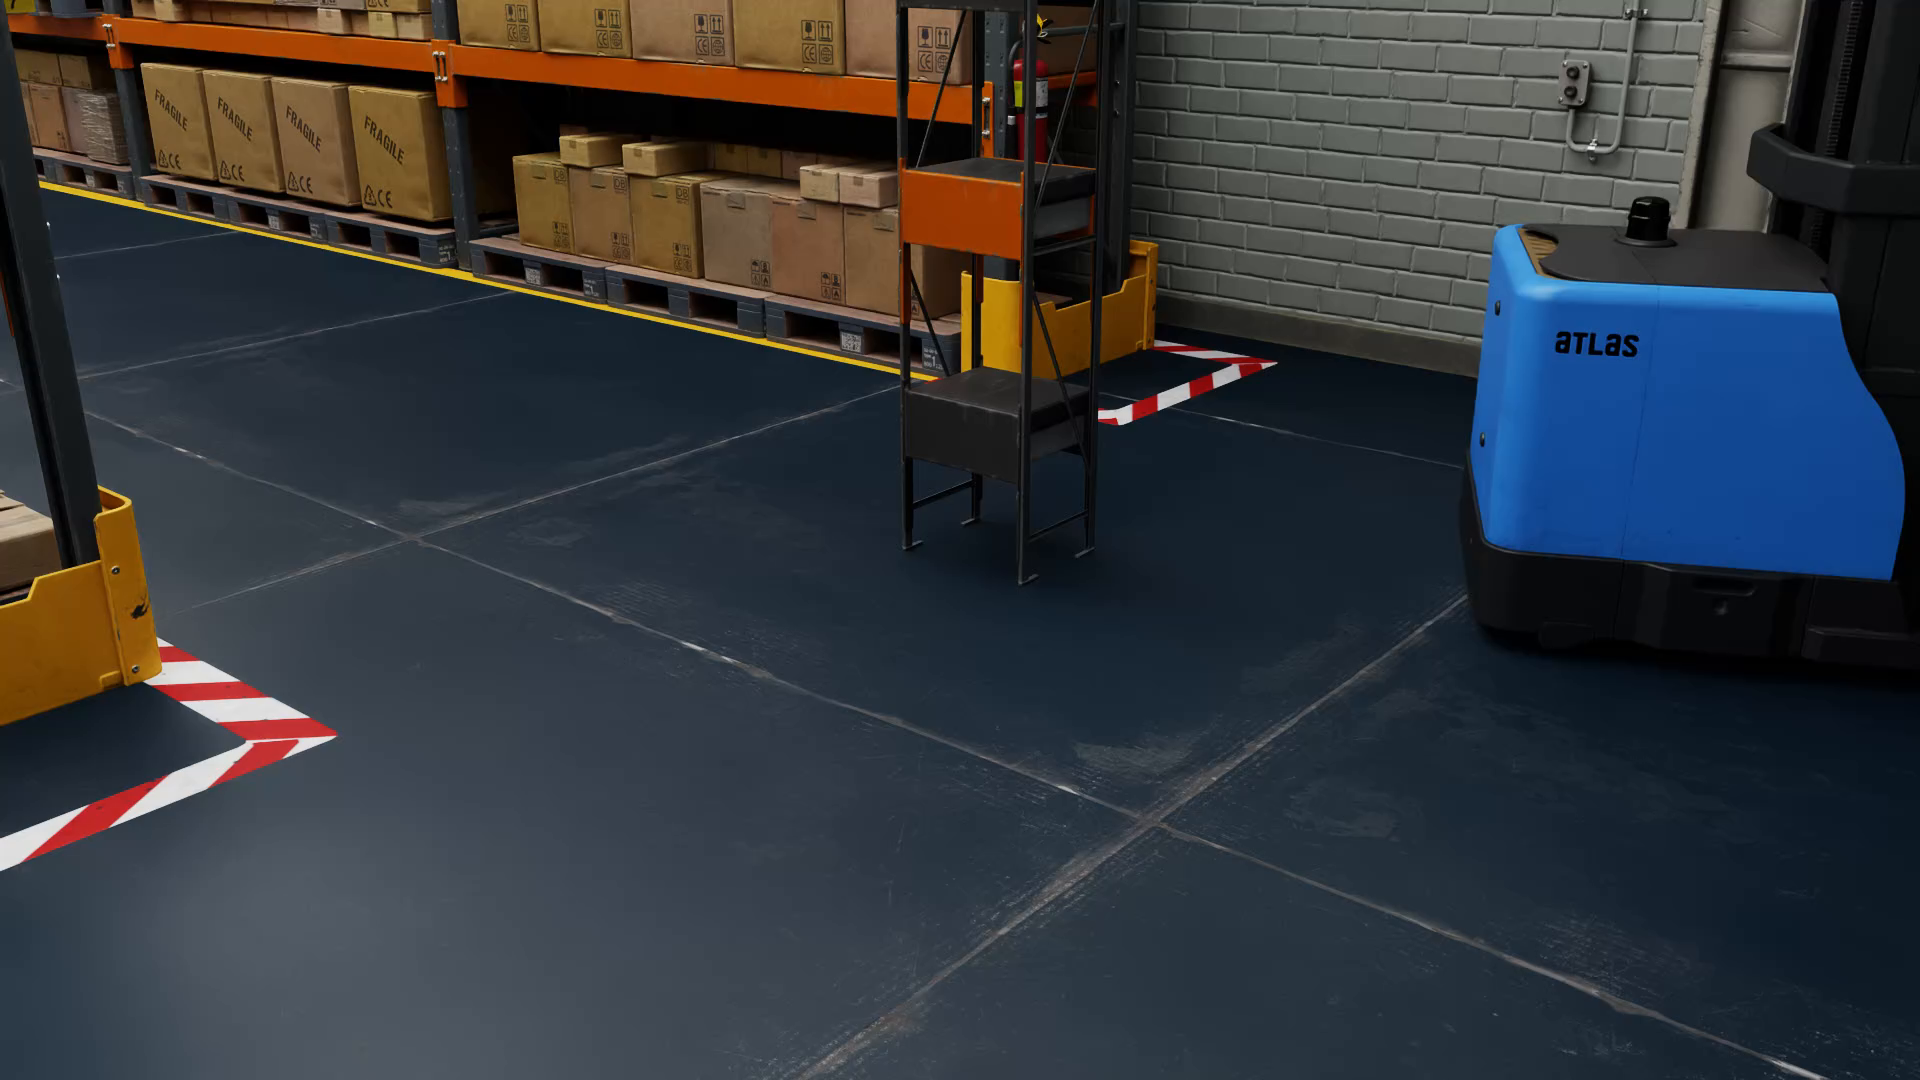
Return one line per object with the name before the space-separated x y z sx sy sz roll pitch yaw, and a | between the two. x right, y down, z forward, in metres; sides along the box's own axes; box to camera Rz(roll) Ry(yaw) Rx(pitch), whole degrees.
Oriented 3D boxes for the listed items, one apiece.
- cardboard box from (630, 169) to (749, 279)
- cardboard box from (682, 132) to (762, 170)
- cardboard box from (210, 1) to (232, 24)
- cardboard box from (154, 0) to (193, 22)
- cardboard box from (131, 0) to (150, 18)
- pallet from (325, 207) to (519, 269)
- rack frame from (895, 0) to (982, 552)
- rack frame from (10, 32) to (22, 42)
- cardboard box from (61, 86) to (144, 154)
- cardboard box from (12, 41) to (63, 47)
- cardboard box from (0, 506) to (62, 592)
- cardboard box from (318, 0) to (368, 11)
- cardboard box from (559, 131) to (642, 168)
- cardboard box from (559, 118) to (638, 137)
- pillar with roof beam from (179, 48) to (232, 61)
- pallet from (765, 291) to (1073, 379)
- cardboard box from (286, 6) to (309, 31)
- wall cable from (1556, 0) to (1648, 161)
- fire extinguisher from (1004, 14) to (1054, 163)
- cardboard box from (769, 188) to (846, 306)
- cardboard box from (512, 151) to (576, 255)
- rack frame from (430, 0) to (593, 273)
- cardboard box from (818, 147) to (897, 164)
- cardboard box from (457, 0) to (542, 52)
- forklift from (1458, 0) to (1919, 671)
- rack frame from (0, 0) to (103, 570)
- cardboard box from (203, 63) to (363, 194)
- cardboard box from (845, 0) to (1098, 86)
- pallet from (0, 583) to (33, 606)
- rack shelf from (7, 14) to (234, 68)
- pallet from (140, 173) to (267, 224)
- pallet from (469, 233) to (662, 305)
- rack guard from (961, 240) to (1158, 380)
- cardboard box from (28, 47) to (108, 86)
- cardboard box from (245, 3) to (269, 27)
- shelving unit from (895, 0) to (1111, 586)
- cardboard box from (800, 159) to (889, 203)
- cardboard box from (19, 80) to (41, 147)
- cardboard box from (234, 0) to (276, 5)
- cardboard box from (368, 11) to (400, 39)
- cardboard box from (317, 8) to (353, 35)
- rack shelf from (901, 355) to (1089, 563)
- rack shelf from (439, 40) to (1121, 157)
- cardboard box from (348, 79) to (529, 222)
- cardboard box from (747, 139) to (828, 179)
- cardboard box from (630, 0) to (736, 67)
cardboard box | -1.338 -1.746 8.994 0.500 0.500 0.700 17 26 37
cardboard box | -1.299 -2.132 9.098 0.250 0.149 0.380 16 26 37
cardboard box | -4.805 -3.570 11.213 0.250 0.149 0.380 17 26 37
cardboard box | -5.284 -3.648 11.419 0.250 0.149 0.380 17 27 38
cardboard box | -5.626 -3.789 11.793 0.250 0.149 0.380 16 26 36
pallet | -3.281 -1.989 10.643 1.213 0.211 1.003 16 26 36
rack frame | -0.061 -1.000 5.344 0.015 2.100 0.400 16 26 36
rack frame | -8.834 -4.927 14.482 0.127 3.000 1.000 16 26 36
cardboard box | -6.651 -3.364 13.256 0.500 0.500 0.700 16 26 36
cardboard box | -7.910 -4.057 14.031 0.500 0.250 0.500 15 26 35
cardboard box | -2.773 0.046 4.711 0.250 0.149 0.380 16 26 36
cardboard box | -3.554 -3.482 10.060 0.500 0.500 0.500 16 26 37
cardboard box | -1.971 -2.151 9.149 0.250 0.149 0.380 17 27 38
cardboard box | -2.108 -2.364 9.714 0.250 0.149 0.380 16 26 36
pillar with roof beam | -8.917 -6.191 9.332 0.400 9.000 9.100 16 26 36
pallet | -0.206 -1.102 8.290 1.213 0.211 1.003 16 26 36
cardboard box | -4.033 -3.327 10.568 0.250 0.149 0.380 15 25 35
wall cable | 2.053 -2.698 7.131 1.851 1.984 0.084 16 26 36
fire extinguisher | 0.288 -1.879 7.038 0.183 0.674 0.296 16 26 36
cardboard box | -0.530 -1.517 8.387 0.500 0.500 0.700 16 26 36
cardboard box | -2.121 -1.974 9.599 0.500 0.500 0.700 16 26 37
rack frame | -2.636 -3.142 9.749 0.127 3.000 1.000 16 26 36
cardboard box | -0.506 -1.904 8.495 0.250 0.149 0.380 16 26 37
cardboard box | -2.226 -3.157 9.363 0.700 0.700 0.980 17 26 37
forklift | 3.074 -1.109 4.455 3.031 2.935 1.130 5 21 12
rack frame | -2.666 -0.894 3.789 0.127 3.000 1.000 16 26 36
cardboard box | -4.573 -2.828 11.367 0.750 0.750 0.750 16 26 36
cardboard box | 0.062 -2.501 7.624 0.700 0.700 0.980 18 27 39
pallet | -3.343 0.216 4.797 1.213 0.211 1.003 16 26 36
rack shelf | -7.284 -4.144 13.425 4.000 0.370 1.077 16 26 36
pallet | -5.172 -2.533 12.086 1.213 0.211 1.003 16 26 36
pallet | -2.096 -1.646 9.734 1.213 0.211 1.003 16 26 36
rack guard | 0.482 -1.074 7.809 0.348 0.500 1.175 16 26 36
cardboard box | -7.129 -3.825 13.418 0.500 0.250 0.500 16 26 36
cardboard box | -4.431 -3.450 10.894 0.250 0.149 0.380 16 26 37
shelving unit | 0.128 -0.946 5.200 0.503 2.100 0.431 16 26 36
cardboard box | -0.556 -1.744 8.071 0.250 0.149 0.380 17 26 38
cardboard box | -7.451 -3.577 13.821 0.500 0.500 0.700 16 26 37
cardboard box | -4.328 -3.707 10.655 0.500 0.500 0.500 17 27 38
cardboard box | -3.287 -3.082 9.916 0.250 0.149 0.380 17 26 37
cardboard box | -3.701 -3.195 10.216 0.250 0.149 0.380 16 26 36
rack shelf | 0.128 -0.278 5.452 0.480 0.518 0.431 16 26 36
rack shelf | -1.086 -2.359 8.692 4.000 0.370 1.077 16 26 36
cardboard box | -3.222 -2.442 10.344 0.750 0.750 0.750 16 26 37
cardboard box | -0.903 -2.018 8.796 0.250 0.149 0.380 16 26 37
cardboard box | -1.094 -2.833 8.504 0.700 0.700 0.980 15 25 34
